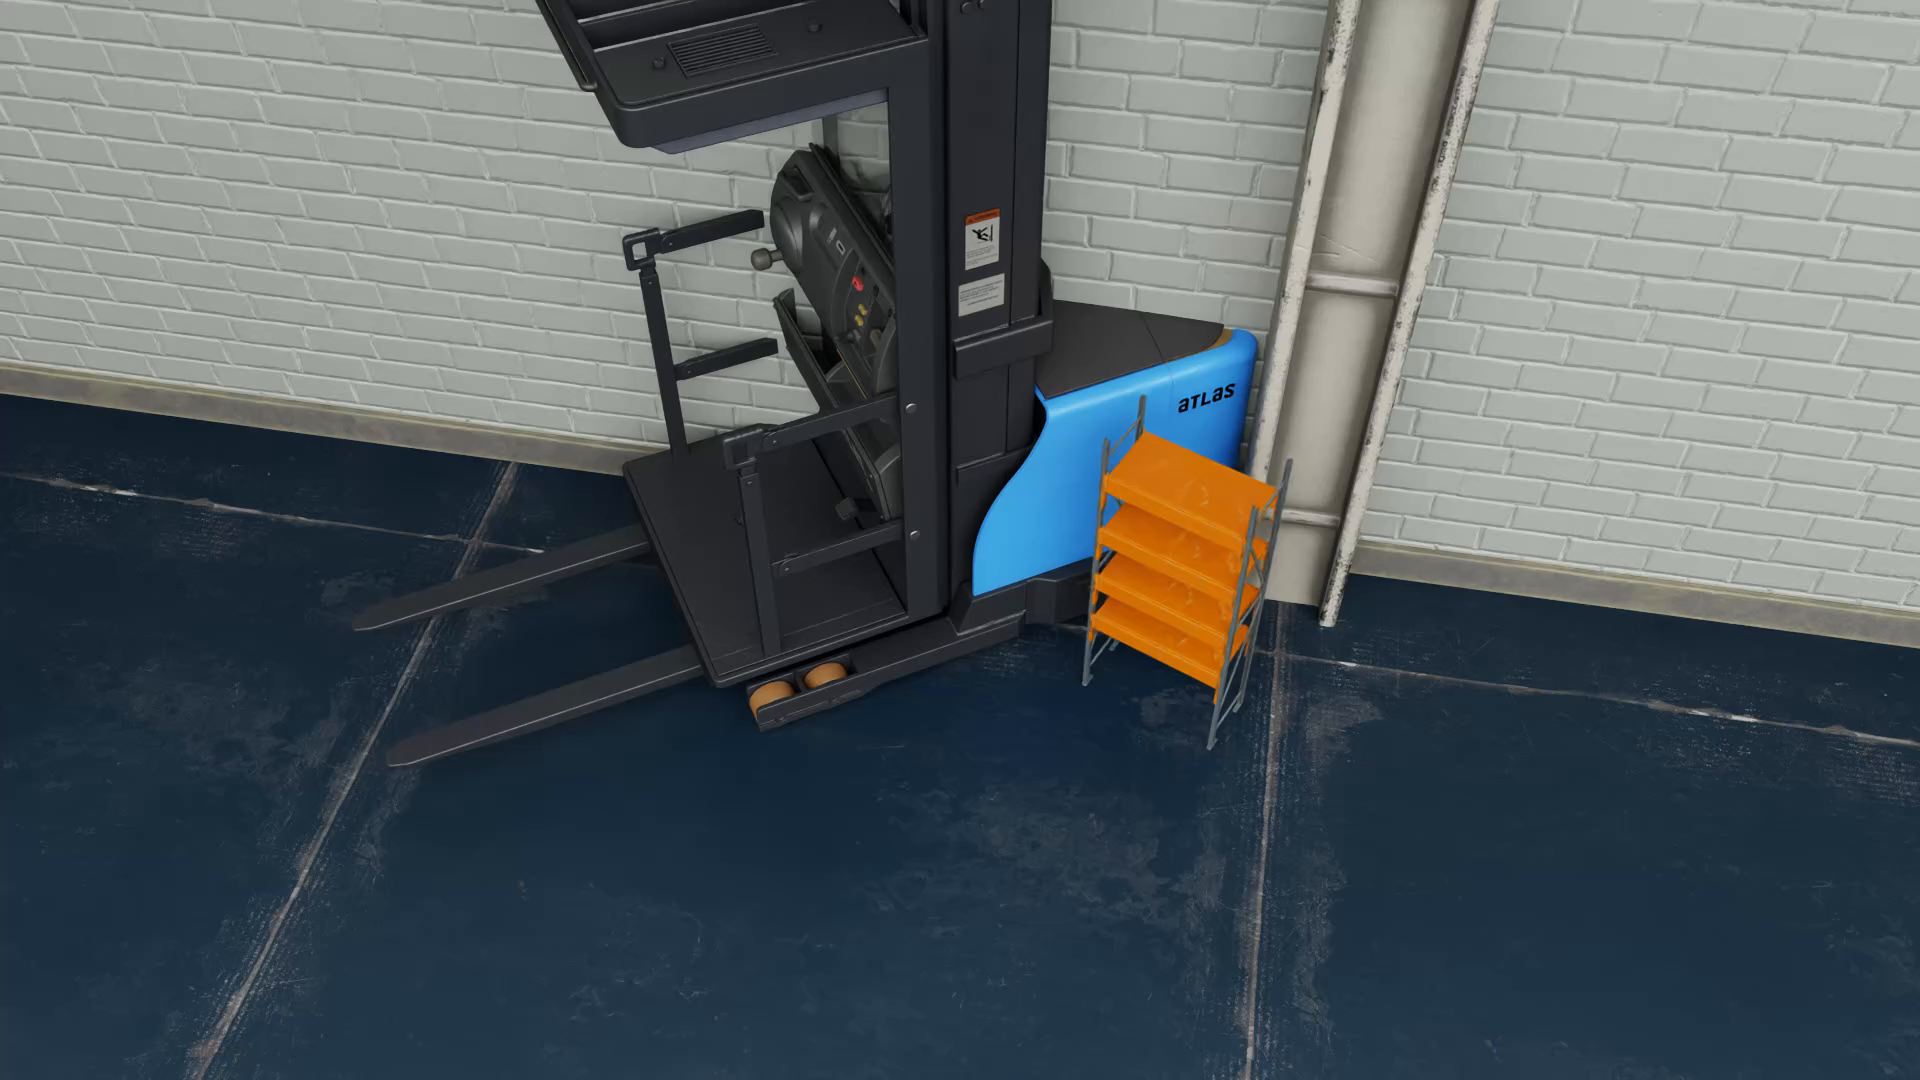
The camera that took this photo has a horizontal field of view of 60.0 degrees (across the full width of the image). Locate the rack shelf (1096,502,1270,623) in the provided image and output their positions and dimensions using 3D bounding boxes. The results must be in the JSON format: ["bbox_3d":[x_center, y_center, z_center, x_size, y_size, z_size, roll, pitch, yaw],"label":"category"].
[{"bbox_3d":[0.698,0.031,5.204,0.480,0.148,0.258,26,54,22],"label":"rack shelf"}]

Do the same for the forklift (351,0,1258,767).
[{"bbox_3d":[-0.574,-0.791,4.990,3.031,2.935,1.130,-18,51,-16],"label":"forklift"}]

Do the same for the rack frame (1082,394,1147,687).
[{"bbox_3d":[0.495,0.035,5.411,0.015,1.200,0.240,26,54,22],"label":"rack frame"}]

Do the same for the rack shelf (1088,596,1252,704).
[{"bbox_3d":[0.700,0.311,5.520,0.480,0.148,0.258,26,54,22],"label":"rack shelf"}]

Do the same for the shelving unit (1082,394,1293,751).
[{"bbox_3d":[0.699,0.135,5.321,0.503,1.200,0.258,26,54,22],"label":"shelving unit"}]

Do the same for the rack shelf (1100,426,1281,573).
[{"bbox_3d":[0.697,-0.126,5.027,0.480,0.148,0.258,26,54,22],"label":"rack shelf"}]

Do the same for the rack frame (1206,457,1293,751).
[{"bbox_3d":[0.902,0.235,5.231,0.015,1.200,0.240,26,54,22],"label":"rack frame"}]

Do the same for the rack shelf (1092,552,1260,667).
[{"bbox_3d":[0.699,0.179,5.371,0.480,0.148,0.258,26,54,22],"label":"rack shelf"}]
